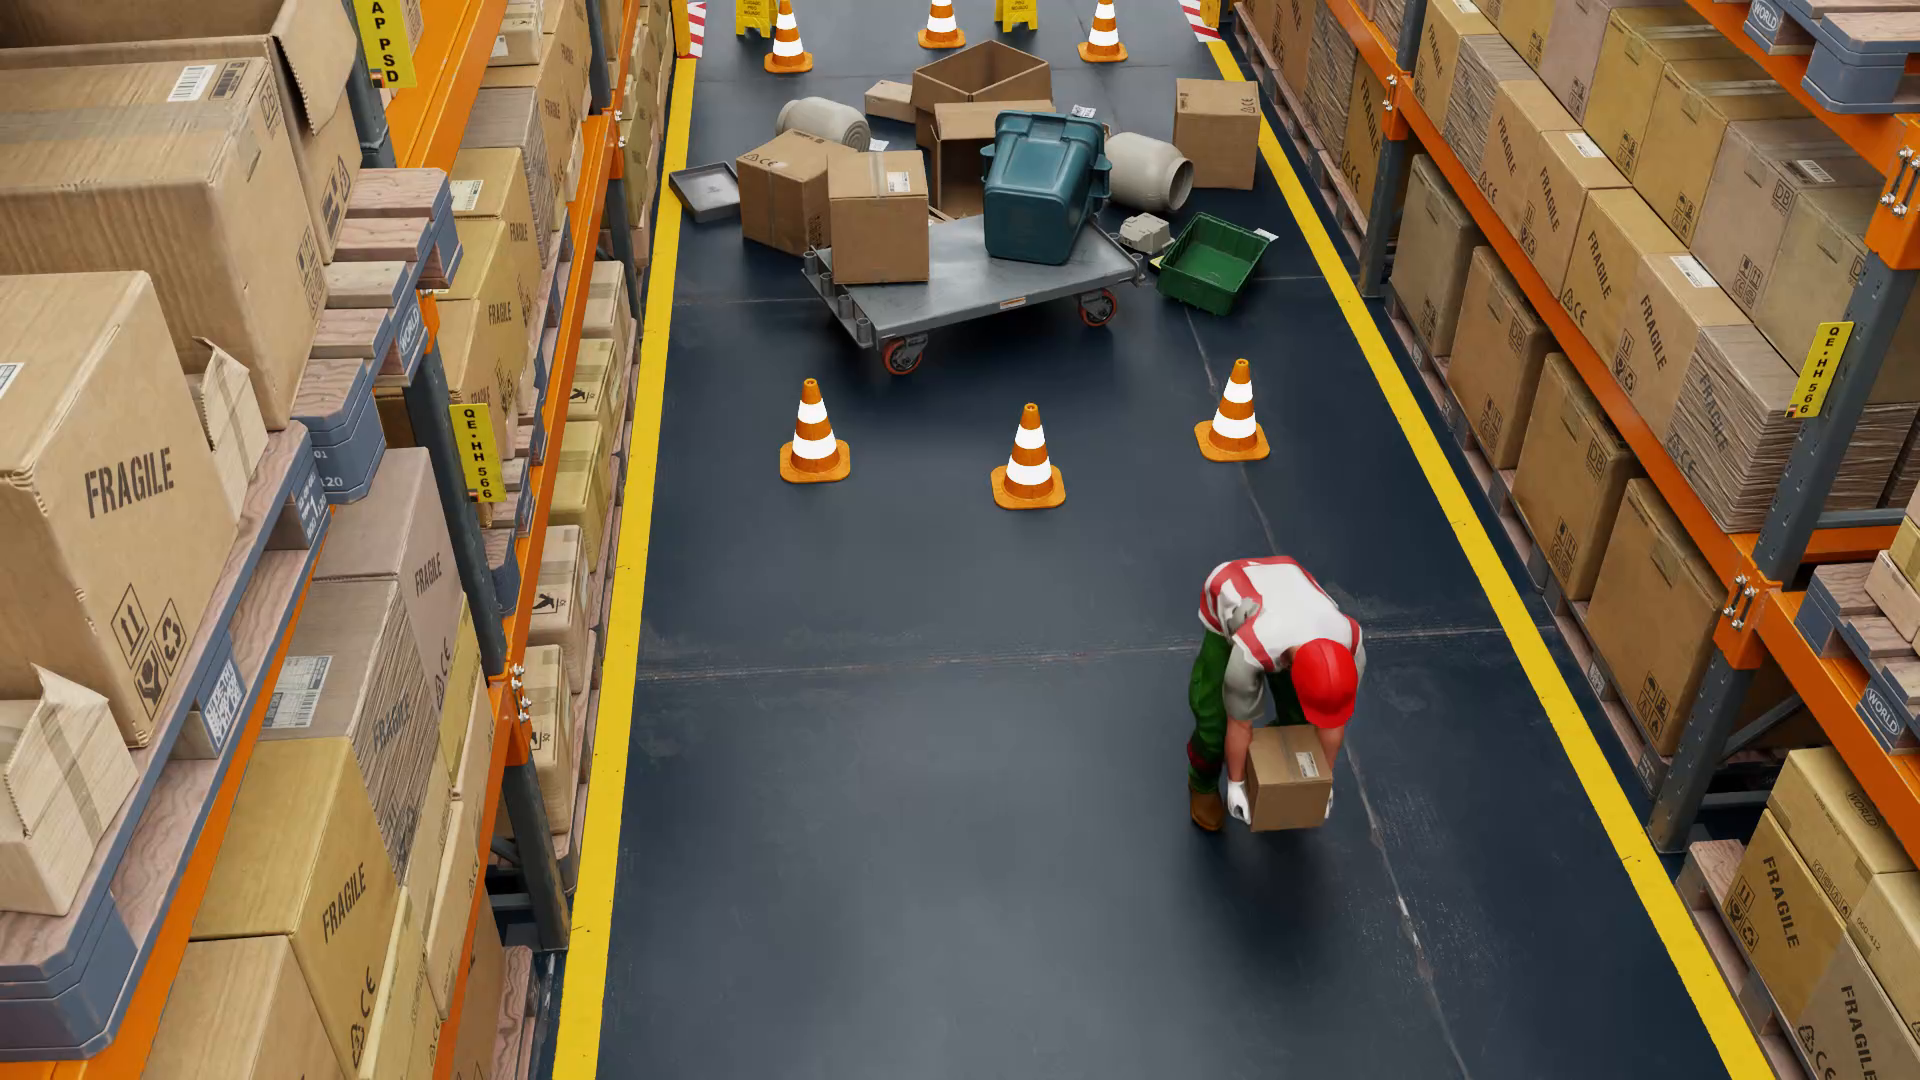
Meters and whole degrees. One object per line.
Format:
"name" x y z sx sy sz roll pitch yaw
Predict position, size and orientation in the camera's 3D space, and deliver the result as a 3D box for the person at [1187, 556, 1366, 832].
"person" 1.075 0.604 5.839 0.503 1.213 0.789 -4 39 -6
